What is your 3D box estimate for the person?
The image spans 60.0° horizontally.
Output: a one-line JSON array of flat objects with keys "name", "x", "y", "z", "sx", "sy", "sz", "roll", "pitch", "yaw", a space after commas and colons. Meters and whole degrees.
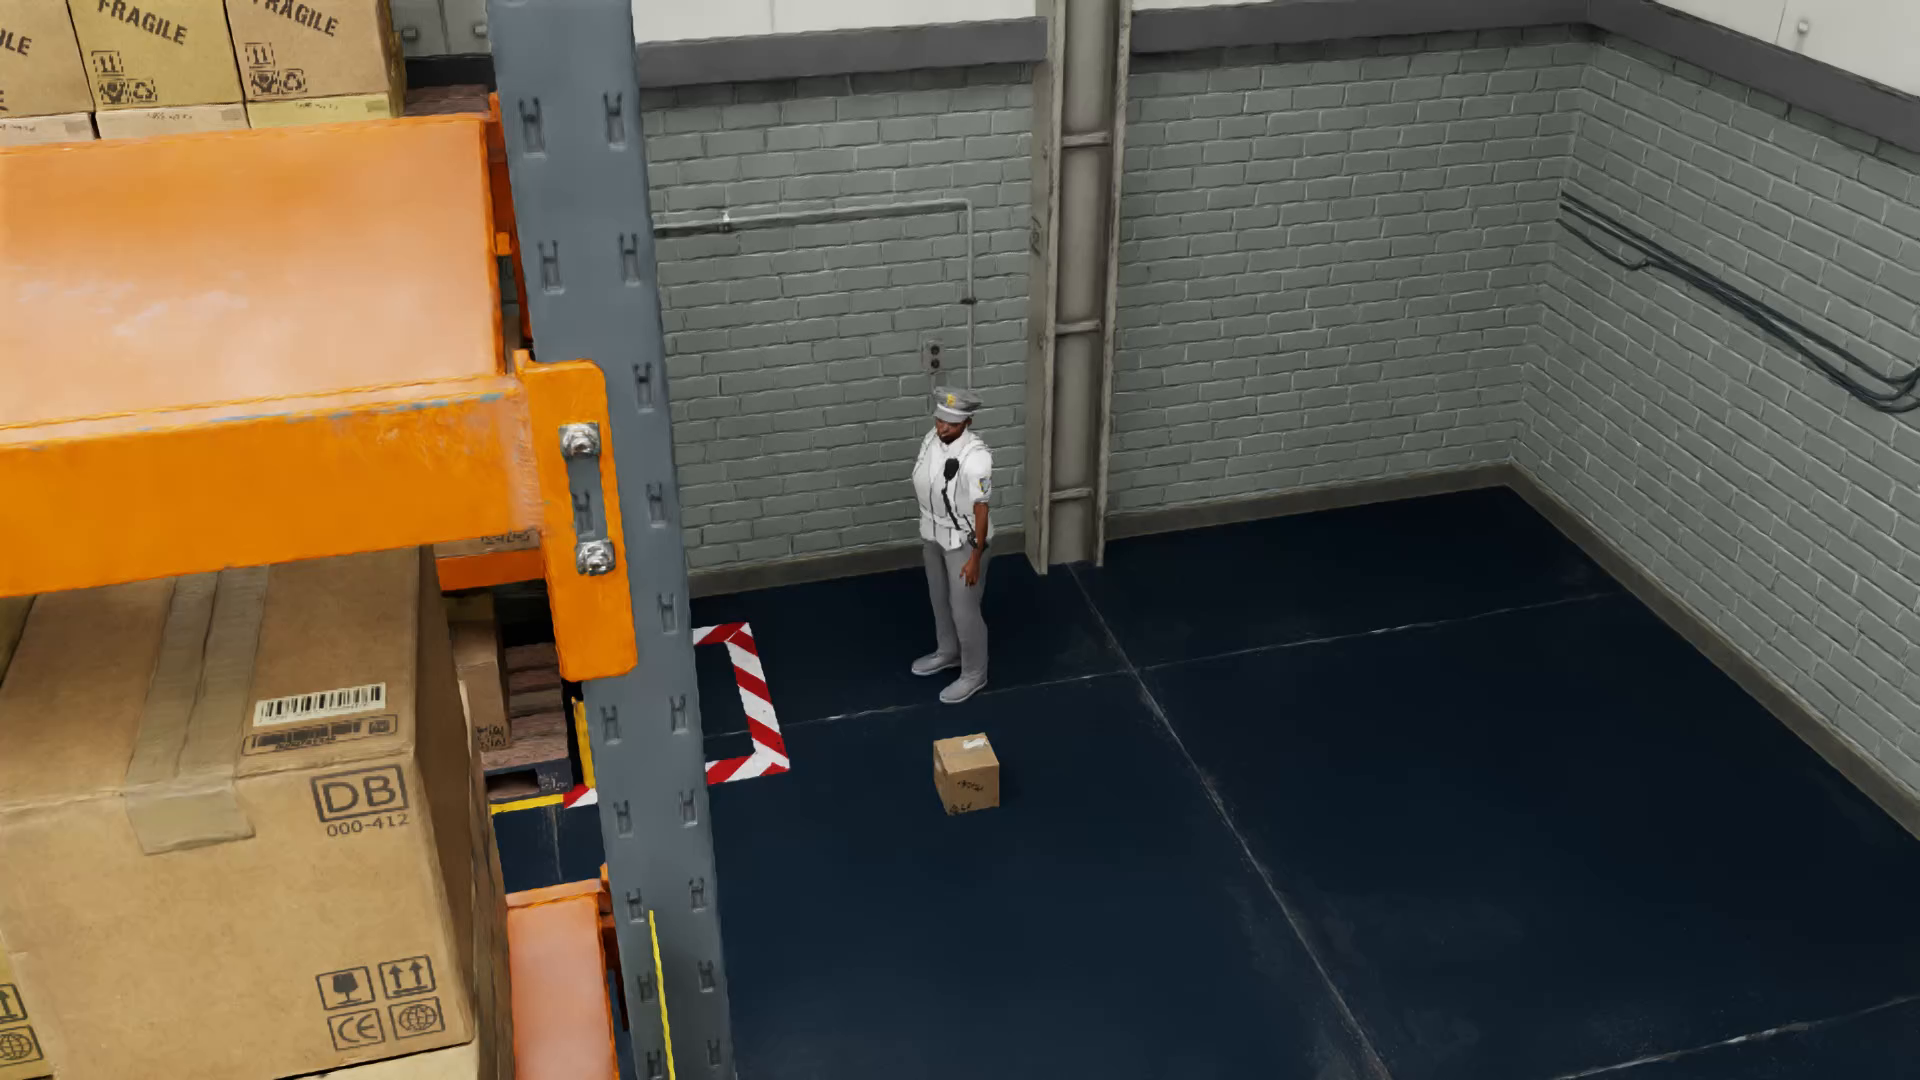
[{"name": "person", "x": -3.703, "y": 3.151, "z": 2.681, "sx": 14.169, "sy": 1.822, "sz": 5.272, "roll": -24, "pitch": 38, "yaw": -34}]
